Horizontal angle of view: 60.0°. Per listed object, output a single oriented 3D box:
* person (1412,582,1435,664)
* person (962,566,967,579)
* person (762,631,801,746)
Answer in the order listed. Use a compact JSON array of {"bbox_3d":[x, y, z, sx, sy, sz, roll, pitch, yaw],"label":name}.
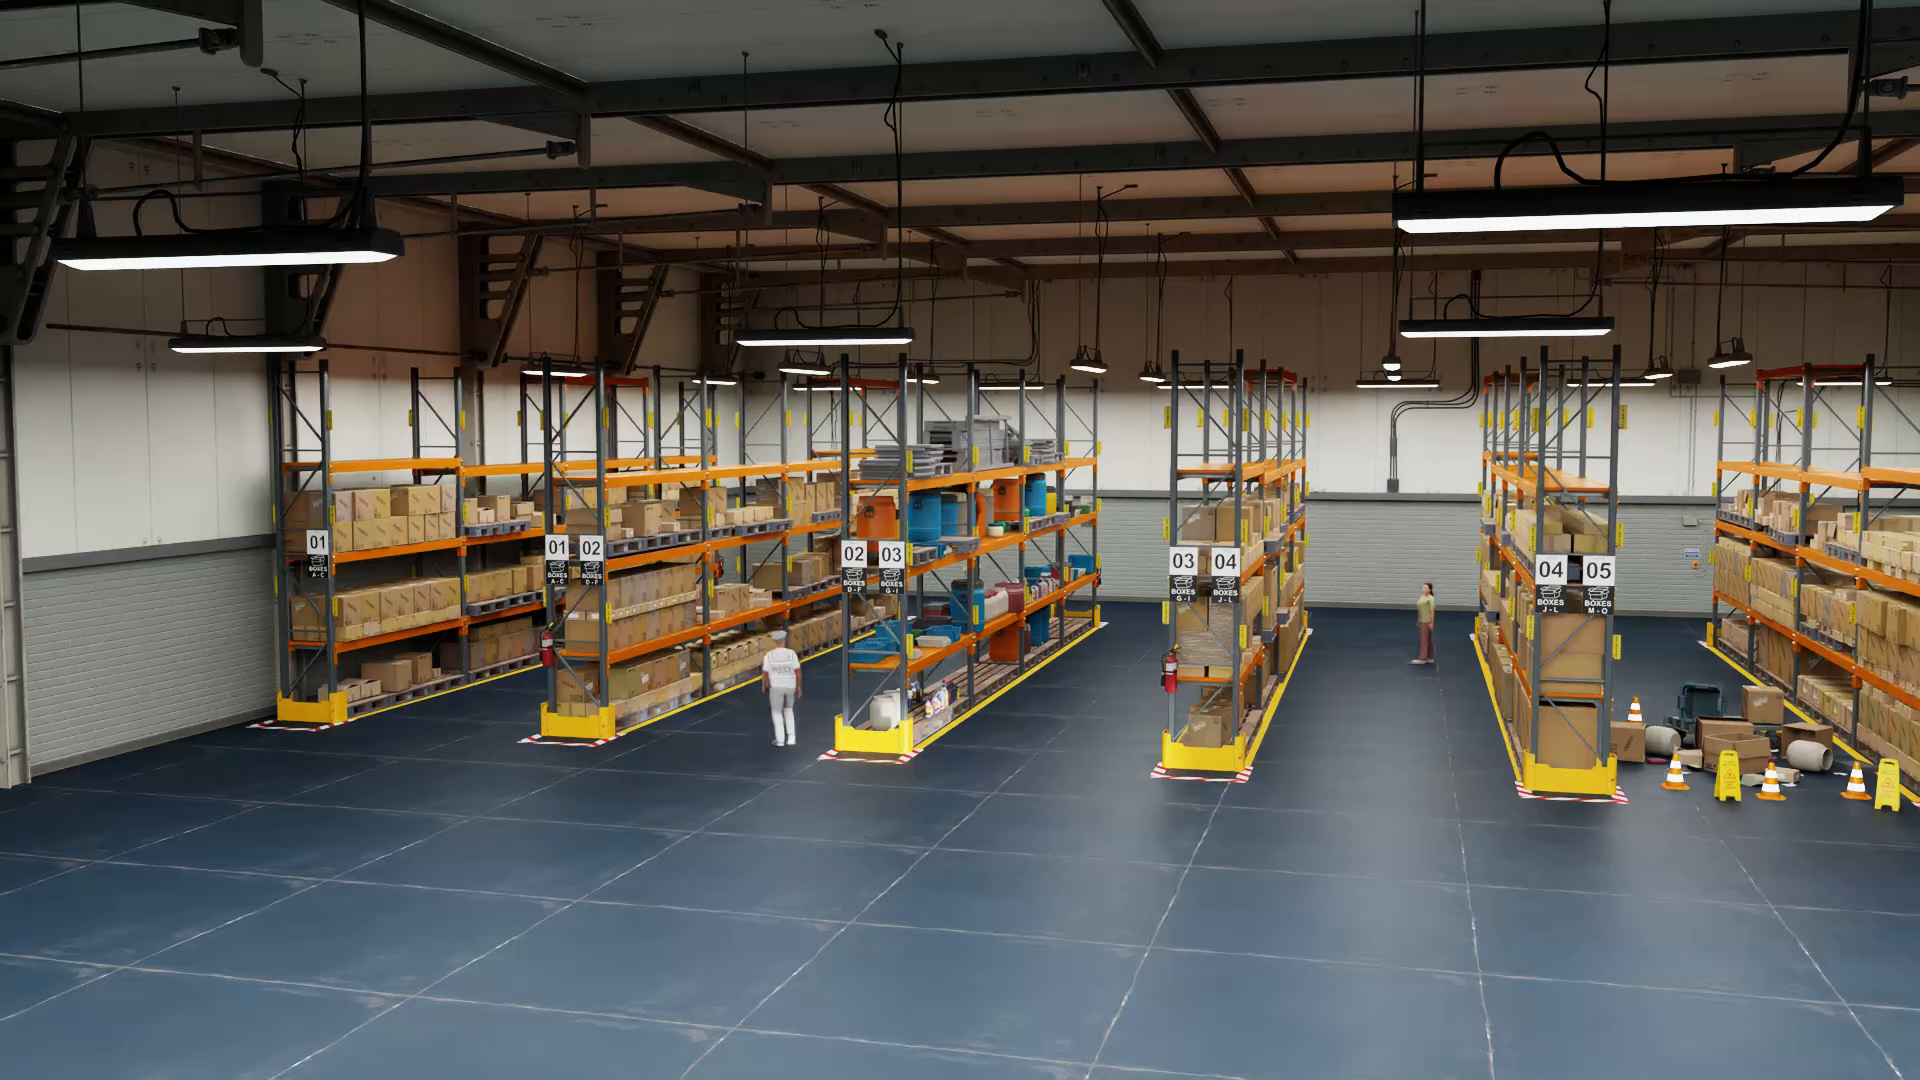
[{"bbox_3d":[9.551,1.702,34.289,0.488,1.671,0.448,0,4,3],"label":"person"},{"bbox_3d":[0.124,1.453,36.806,0.655,1.750,0.886,3,5,35],"label":"person"},{"bbox_3d":[-2.761,2.313,25.681,0.575,1.838,0.615,-2,5,-28],"label":"person"}]
